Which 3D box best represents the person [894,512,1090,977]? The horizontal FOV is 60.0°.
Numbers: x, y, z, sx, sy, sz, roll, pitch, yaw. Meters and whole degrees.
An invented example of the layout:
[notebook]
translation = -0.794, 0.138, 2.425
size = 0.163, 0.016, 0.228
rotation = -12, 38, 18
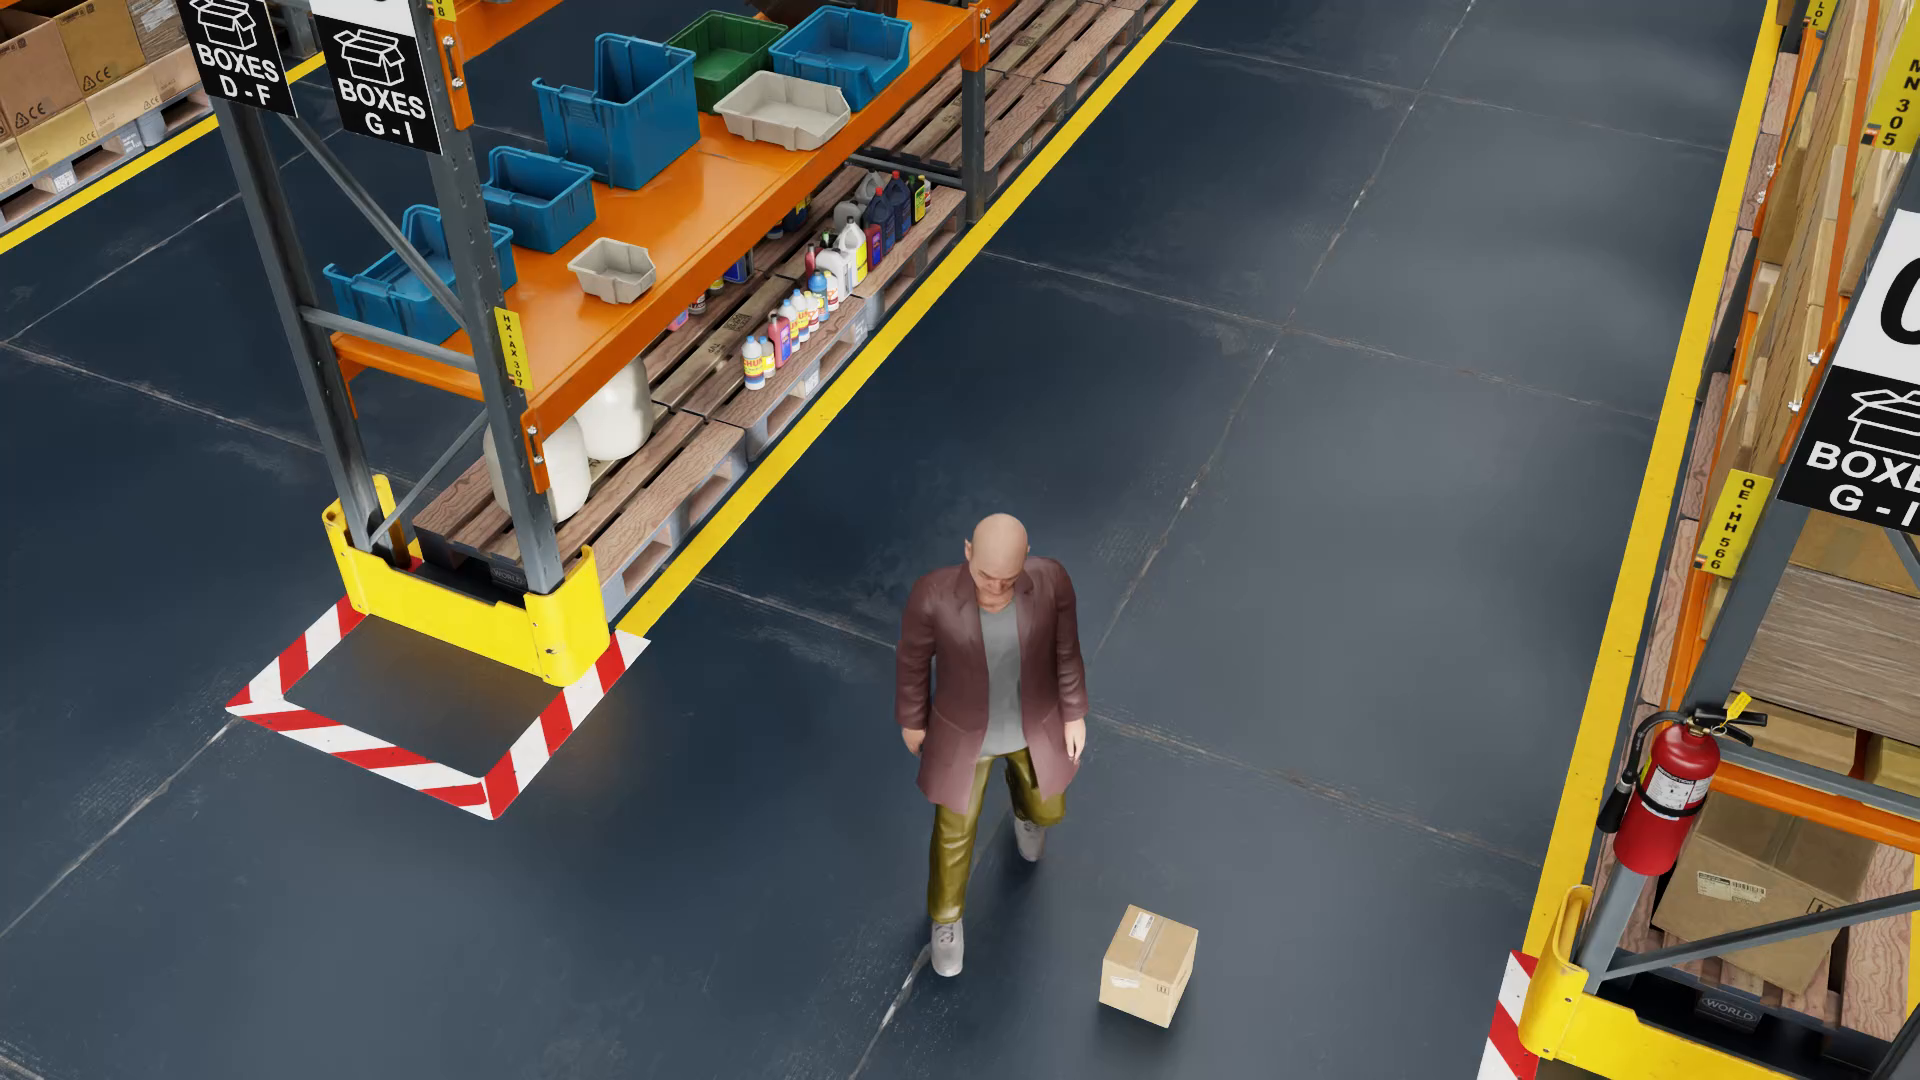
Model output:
[person]
translation = 0.110, 0.601, 5.476
size = 0.640, 1.762, 0.761
rotation = -7, 42, -8
